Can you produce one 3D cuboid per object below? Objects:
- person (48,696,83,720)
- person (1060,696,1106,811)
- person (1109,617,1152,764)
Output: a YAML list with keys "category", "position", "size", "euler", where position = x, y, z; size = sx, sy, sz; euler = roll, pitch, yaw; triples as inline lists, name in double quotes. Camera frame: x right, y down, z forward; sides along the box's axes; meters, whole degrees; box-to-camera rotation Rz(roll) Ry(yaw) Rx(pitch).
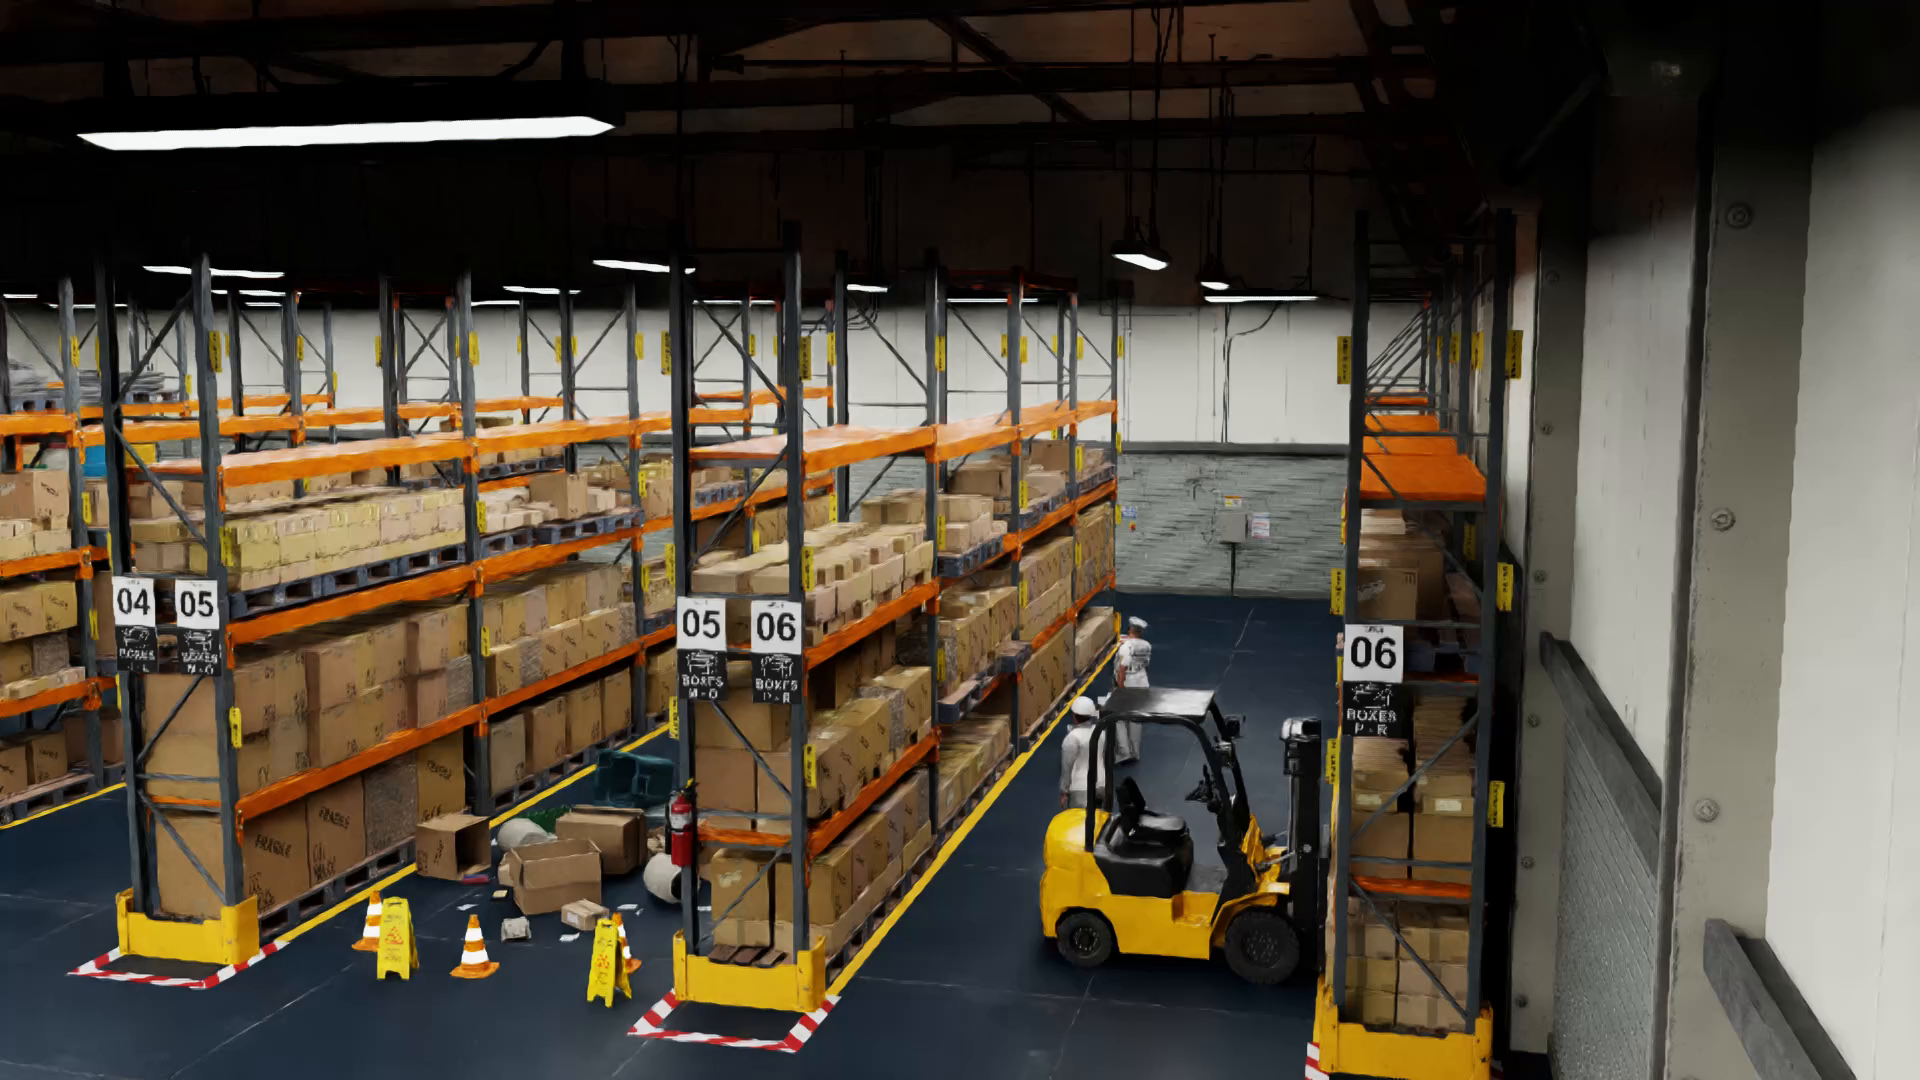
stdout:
- category: "person"
  position: [-12.171, 1.580, 22.669]
  size: [0.593, 1.692, 0.398]
  euler: [-6, 9, -42]
- category: "person"
  position: [1.152, 2.352, 15.791]
  size: [0.605, 1.773, 0.537]
  euler: [-7, 10, -44]
- category: "person"
  position: [2.027, 1.838, 20.283]
  size: [0.674, 1.789, 0.419]
  euler: [-6, 9, -40]
